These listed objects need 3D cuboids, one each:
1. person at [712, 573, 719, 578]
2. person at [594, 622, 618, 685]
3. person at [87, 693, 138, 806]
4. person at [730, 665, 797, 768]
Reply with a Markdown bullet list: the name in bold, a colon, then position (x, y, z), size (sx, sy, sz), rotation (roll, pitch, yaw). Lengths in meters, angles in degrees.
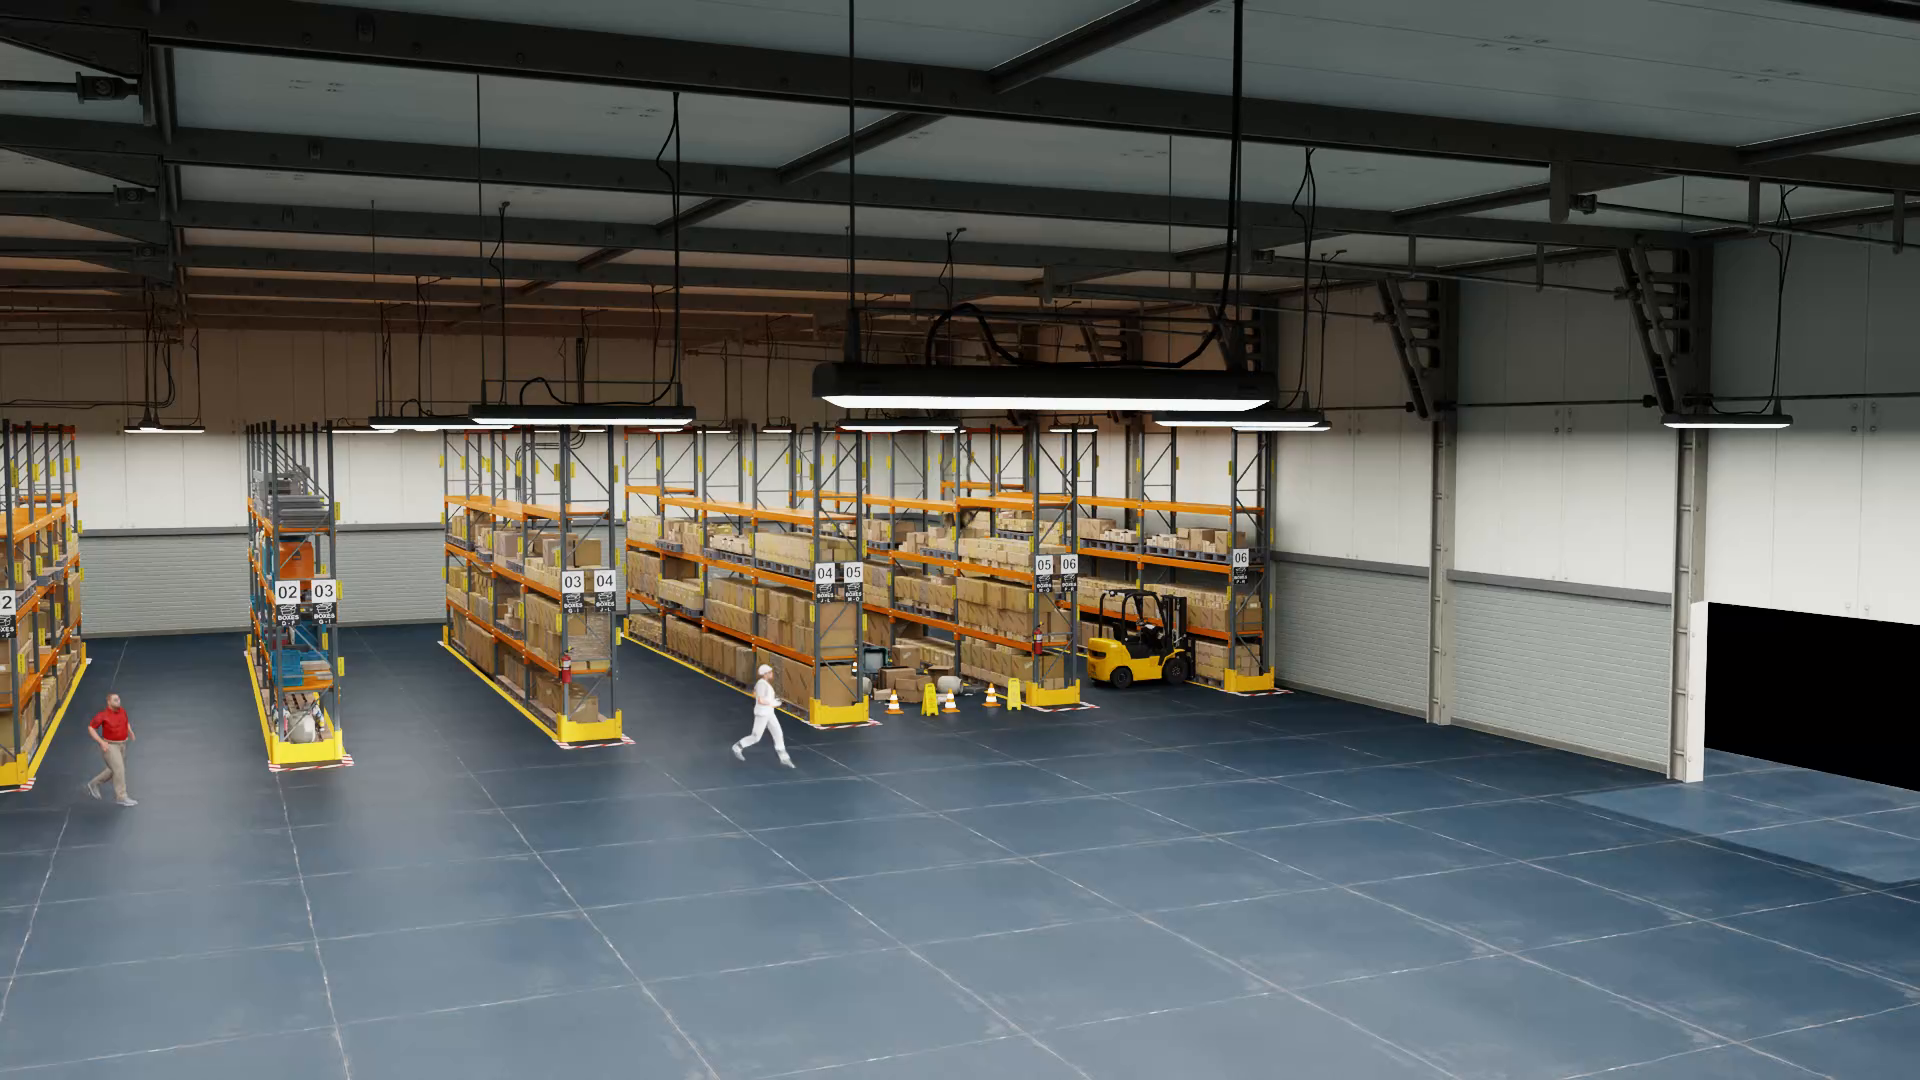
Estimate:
- **person**: position (-6.987, 1.871, 47.584), size (0.713, 1.827, 0.942), rotation (-2, 4, -25)
- **person**: position (-8.224, 2.433, 38.564), size (0.713, 1.813, 0.910), rotation (-2, 4, -27)
- **person**: position (-13.141, 3.224, 25.763), size (0.925, 1.725, 0.668), rotation (1, 4, 11)
- **person**: position (-3.405, 3.044, 28.616), size (1.144, 1.801, 0.621), rotation (1, 4, 11)
